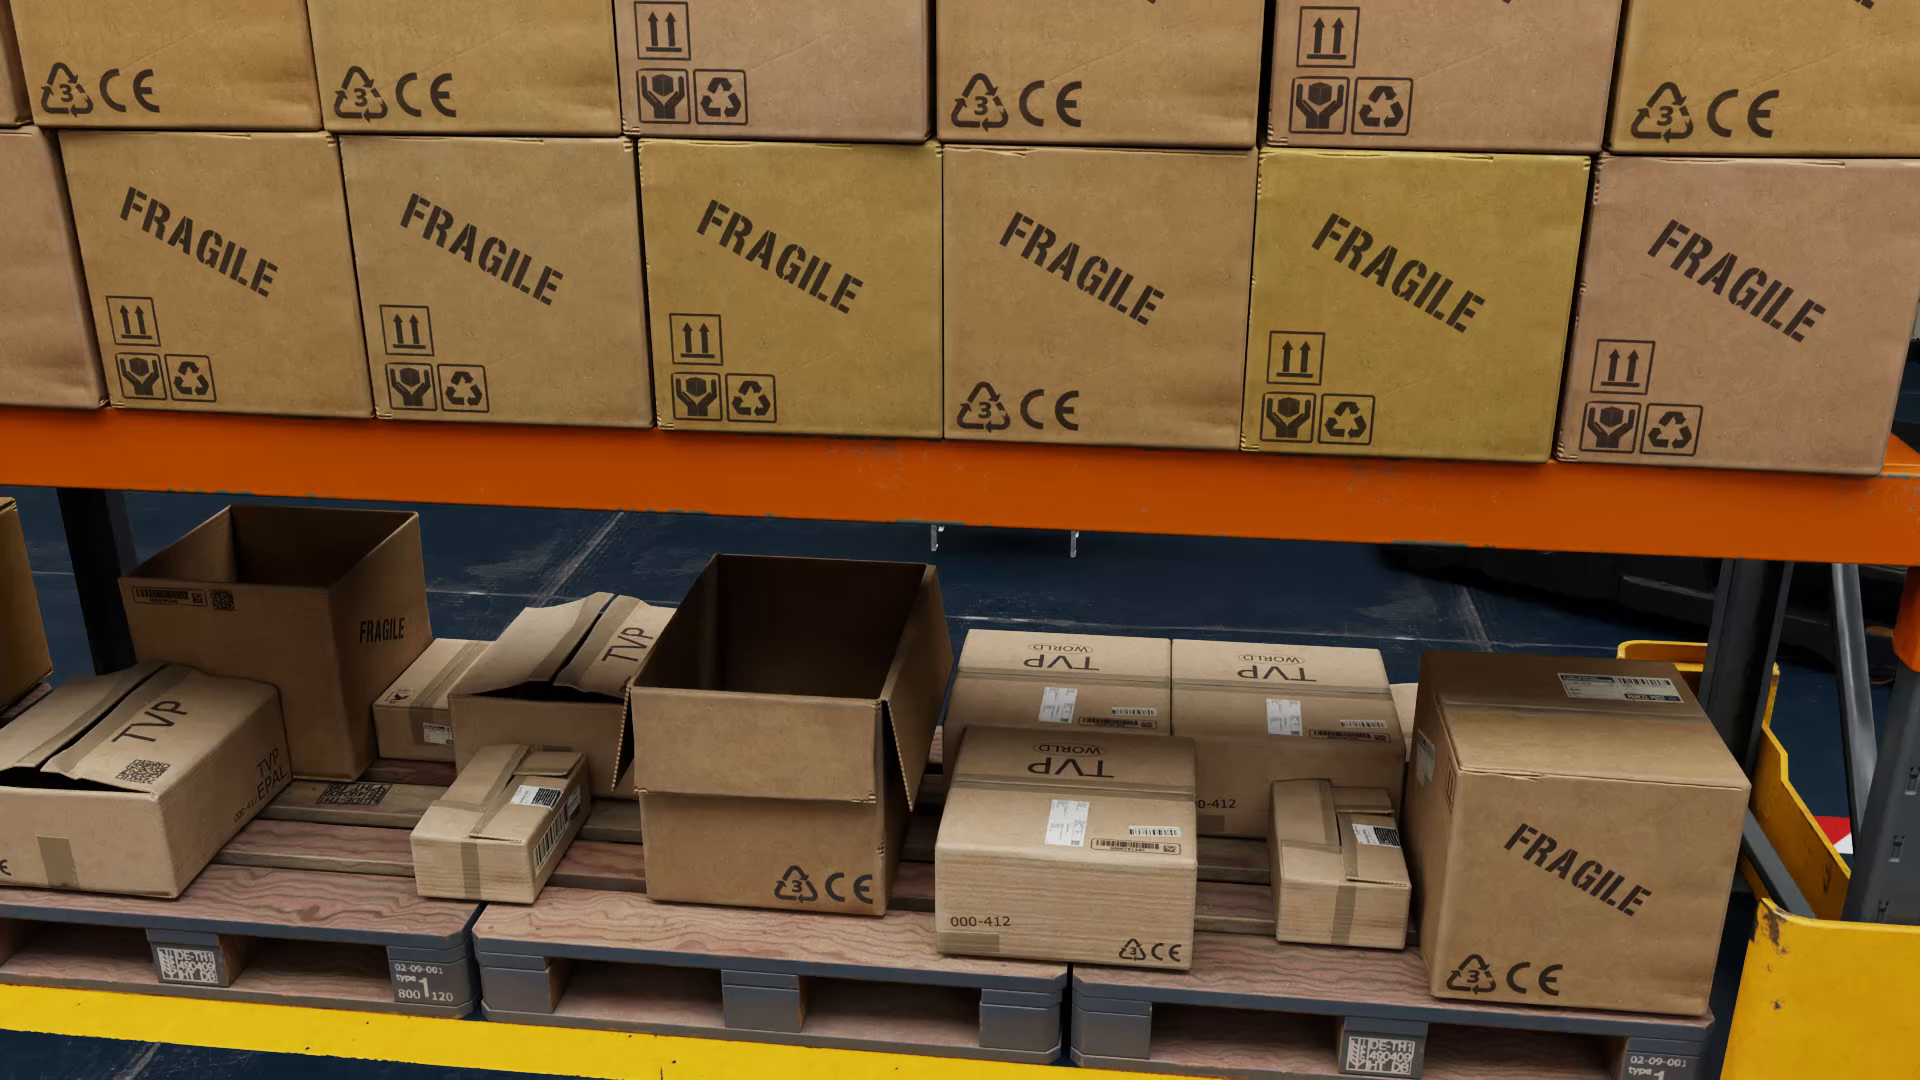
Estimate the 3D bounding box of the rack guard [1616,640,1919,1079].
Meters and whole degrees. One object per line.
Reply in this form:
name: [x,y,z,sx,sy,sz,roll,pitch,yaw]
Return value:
rack guard: [1.662,0.691,3.513,0.348,0.500,1.175,2,22,6]

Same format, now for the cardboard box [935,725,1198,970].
cardboard box: [0.229,0.620,3.433,0.500,0.250,0.500,2,22,6]

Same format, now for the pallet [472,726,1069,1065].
pallet: [-0.338,0.737,3.788,1.213,0.211,1.003,2,22,6]

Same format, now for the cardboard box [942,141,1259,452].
cardboard box: [0.250,-0.480,2.937,0.500,0.500,0.500,3,22,7]

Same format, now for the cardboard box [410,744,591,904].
cardboard box: [-0.983,0.602,3.592,0.250,0.166,0.380,2,22,6]

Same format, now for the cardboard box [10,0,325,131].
cardboard box: [-1.287,-1.008,2.913,0.500,0.500,0.500,2,22,5]

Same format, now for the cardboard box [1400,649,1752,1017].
cardboard box: [1.169,0.556,3.256,0.500,0.500,0.500,2,22,6]

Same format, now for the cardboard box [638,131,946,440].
cardboard box: [-0.250,-0.502,2.993,0.500,0.500,0.500,2,22,6]

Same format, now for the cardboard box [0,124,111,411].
cardboard box: [-1.761,-0.567,3.157,0.500,0.500,0.500,3,22,8]

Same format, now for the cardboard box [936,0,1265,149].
cardboard box: [0.246,-0.941,2.744,0.500,0.500,0.500,3,22,8]

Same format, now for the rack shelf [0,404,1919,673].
rack shelf: [-0.249,-0.220,3.396,4.000,0.370,1.077,2,22,6]

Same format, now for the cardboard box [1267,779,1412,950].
cardboard box: [0.777,0.661,3.444,0.250,0.166,0.380,2,22,6]

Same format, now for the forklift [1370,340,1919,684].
forklift: [2.902,-1.122,4.791,3.031,2.935,1.130,15,26,32]

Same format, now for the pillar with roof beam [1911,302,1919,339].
pillar with roof beam: [4.593,-3.694,3.045,0.400,9.000,9.100,2,22,6]

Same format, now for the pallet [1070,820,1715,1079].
pallet: [0.870,0.791,3.652,1.213,0.211,1.003,2,22,6]

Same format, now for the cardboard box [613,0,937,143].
cardboard box: [-0.264,-0.963,2.801,0.500,0.500,0.500,3,22,8]

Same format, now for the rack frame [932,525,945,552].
rack frame: [-0.078,-0.561,5.728,0.015,1.200,0.240,2,22,6]

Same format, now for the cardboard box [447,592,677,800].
cardboard box: [-0.891,0.358,4.014,0.500,0.311,0.500,2,22,6]

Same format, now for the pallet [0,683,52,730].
pallet: [-3.047,0.634,4.050,1.213,0.211,1.003,2,22,6]

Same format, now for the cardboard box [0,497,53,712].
cardboard box: [-2.686,0.206,4.139,0.500,0.500,0.500,2,22,4]

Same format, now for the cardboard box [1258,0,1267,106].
cardboard box: [0.808,-1.115,3.185,0.500,0.500,0.500,3,22,7]

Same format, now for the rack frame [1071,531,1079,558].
rack frame: [0.407,-0.540,5.674,0.015,1.200,0.240,2,22,6]

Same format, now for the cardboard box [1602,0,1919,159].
cardboard box: [1.263,-0.899,2.637,0.500,0.500,0.500,2,22,6]

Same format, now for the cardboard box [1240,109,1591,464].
cardboard box: [0.745,-0.456,2.878,0.500,0.500,0.500,3,22,7]

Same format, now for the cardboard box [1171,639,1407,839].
cardboard box: [0.734,0.457,3.846,0.500,0.250,0.500,2,22,6]

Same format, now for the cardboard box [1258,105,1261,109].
cardboard box: [0.815,-0.651,3.370,0.500,0.500,0.500,2,22,6]

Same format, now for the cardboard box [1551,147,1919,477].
cardboard box: [1.261,-0.435,2.824,0.500,0.500,0.500,3,22,8]

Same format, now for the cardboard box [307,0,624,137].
cardboard box: [-0.777,-0.985,2.856,0.500,0.500,0.500,2,22,5]

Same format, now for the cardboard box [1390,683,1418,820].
cardboard box: [1.114,0.490,3.876,0.250,0.166,0.380,2,22,6]

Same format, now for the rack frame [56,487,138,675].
rack frame: [-2.235,-0.642,3.483,0.127,3.000,1.000,2,22,6]

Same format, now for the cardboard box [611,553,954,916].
cardboard box: [-0.368,0.394,3.660,0.637,0.503,0.797,2,22,6]

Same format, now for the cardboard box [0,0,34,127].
cardboard box: [-1.800,-1.030,2.969,0.500,0.500,0.500,3,22,8]

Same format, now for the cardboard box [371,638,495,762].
cardboard box: [-1.256,0.395,4.140,0.250,0.149,0.380,2,22,6]

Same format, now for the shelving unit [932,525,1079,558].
shelving unit: [0.164,-0.551,5.701,0.503,1.200,0.258,2,22,6]

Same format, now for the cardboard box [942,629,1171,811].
cardboard box: [0.238,0.435,3.901,0.500,0.250,0.500,2,22,6]

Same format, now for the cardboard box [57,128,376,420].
cardboard box: [-1.252,-0.546,3.104,0.500,0.500,0.500,3,22,7]

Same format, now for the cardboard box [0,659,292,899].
cardboard box: [-1.843,0.501,3.650,0.500,0.311,0.500,2,22,6]

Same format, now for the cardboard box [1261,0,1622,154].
cardboard box: [0.761,-0.920,2.692,0.500,0.500,0.500,3,22,8]

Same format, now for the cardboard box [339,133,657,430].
cardboard box: [-0.755,-0.523,3.047,0.500,0.500,0.500,2,22,6]

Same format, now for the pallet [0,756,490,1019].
pallet: [-1.553,0.685,3.919,1.213,0.211,1.003,2,22,6]

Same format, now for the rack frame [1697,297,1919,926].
rack frame: [1.738,-0.468,3.045,0.127,3.000,1.000,2,22,6]

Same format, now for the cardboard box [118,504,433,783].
cardboard box: [-1.635,0.237,4.061,0.500,0.500,0.500,2,22,6]
